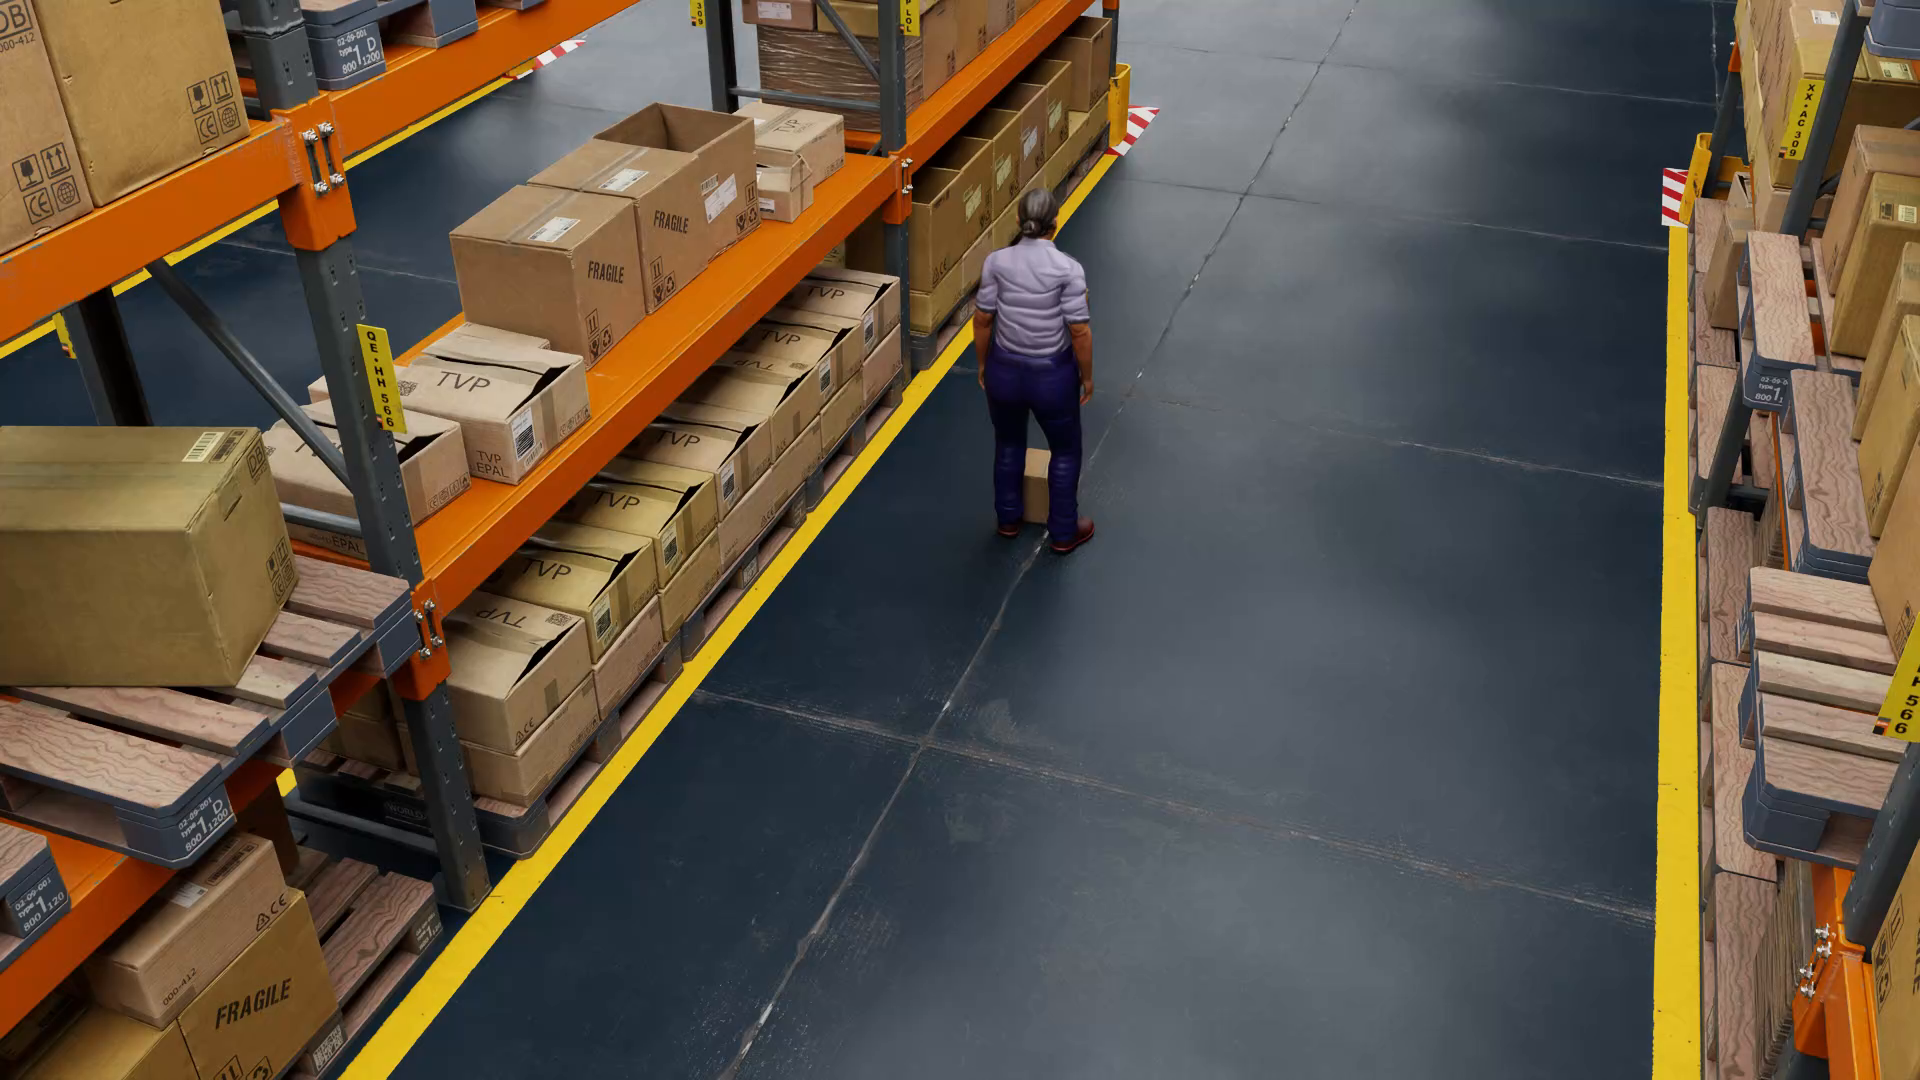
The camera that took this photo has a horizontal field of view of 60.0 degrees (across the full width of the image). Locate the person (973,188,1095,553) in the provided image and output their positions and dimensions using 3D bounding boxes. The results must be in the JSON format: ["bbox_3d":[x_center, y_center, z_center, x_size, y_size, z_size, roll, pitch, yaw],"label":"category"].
[{"bbox_3d":[0.334,-0.721,7.238,0.546,1.651,0.415,11,35,16],"label":"person"}]
